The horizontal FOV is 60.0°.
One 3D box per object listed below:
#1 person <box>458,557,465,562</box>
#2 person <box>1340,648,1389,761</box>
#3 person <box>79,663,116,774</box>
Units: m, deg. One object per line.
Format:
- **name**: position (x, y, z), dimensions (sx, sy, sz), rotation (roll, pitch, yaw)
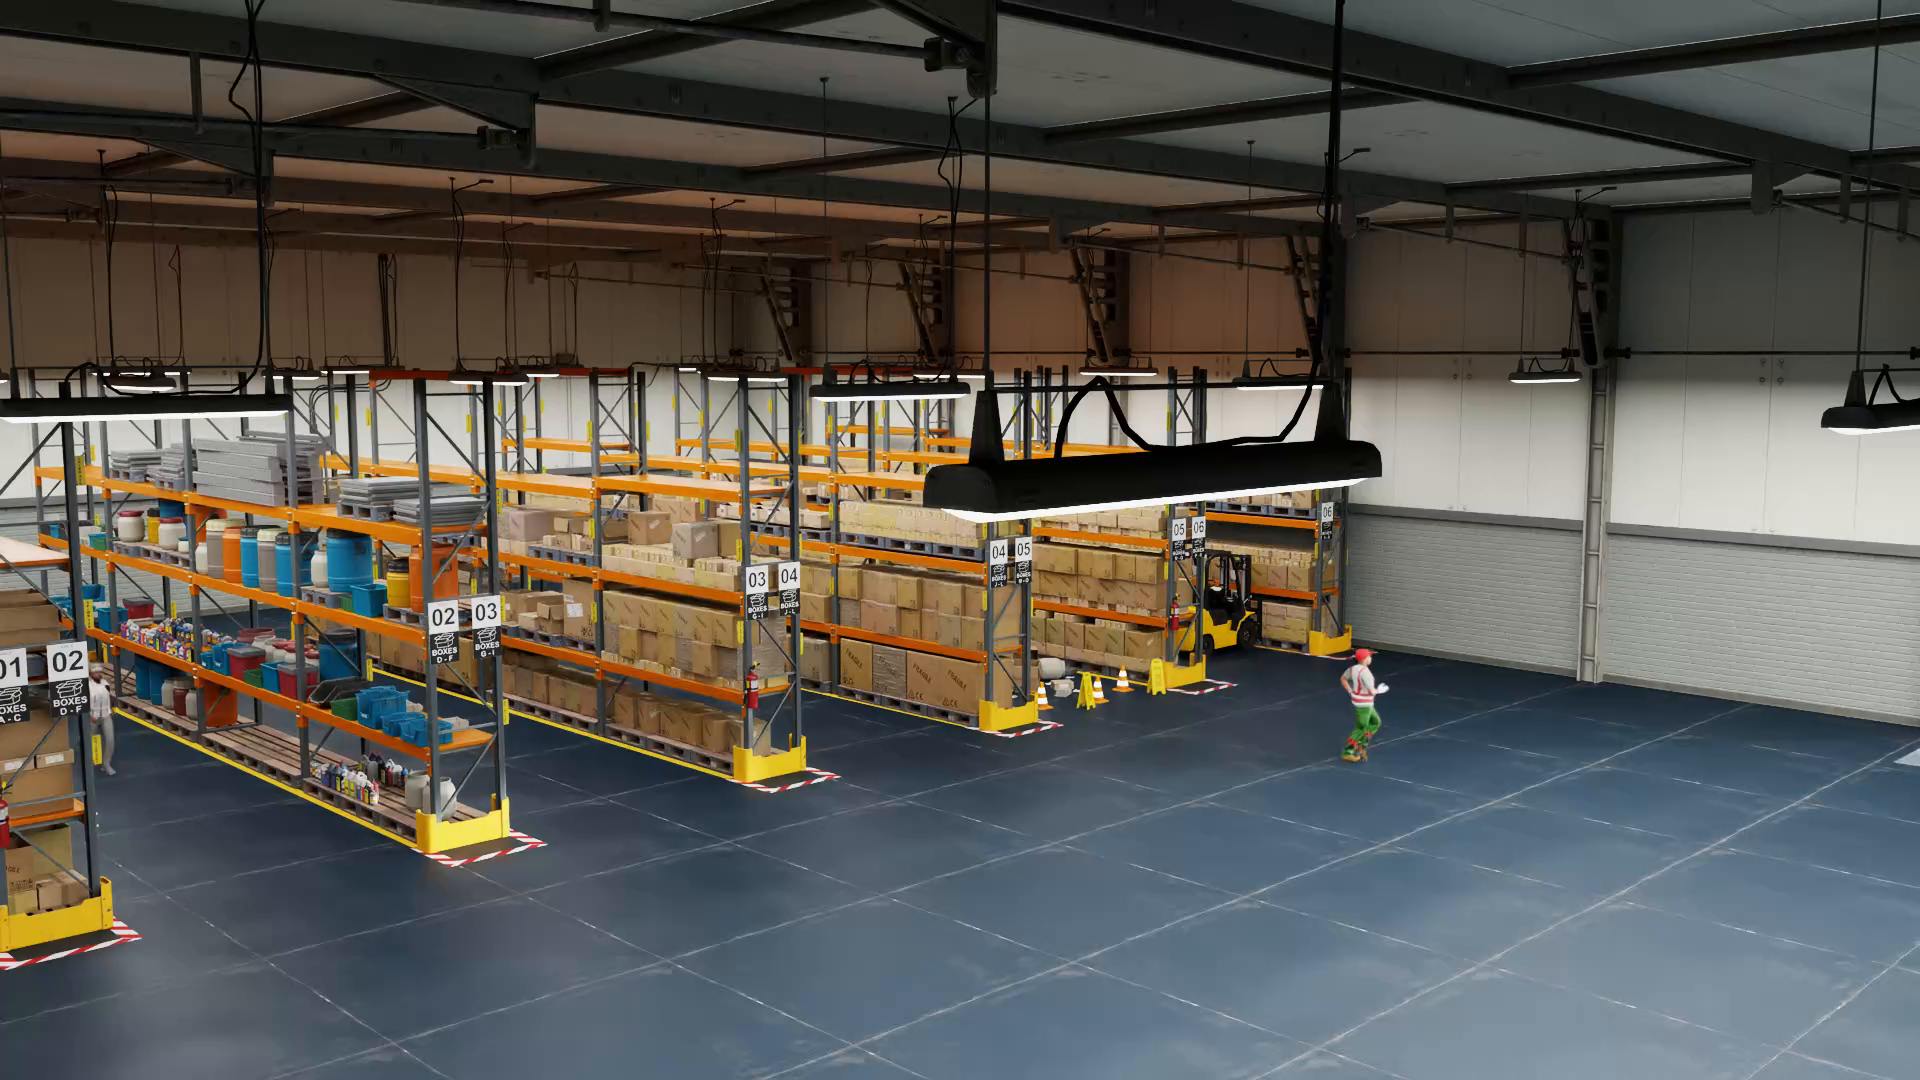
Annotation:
- **person**: position (-11.696, 1.179, 38.775), dimensions (0.576, 1.578, 0.626), rotation (-2, 7, -15)
- **person**: position (6.239, 2.552, 25.643), dimensions (0.711, 1.793, 0.639), rotation (0, 6, -1)
- **person**: position (-13.091, 2.687, 25.225), dimensions (0.865, 1.682, 0.568), rotation (6, 9, 42)
